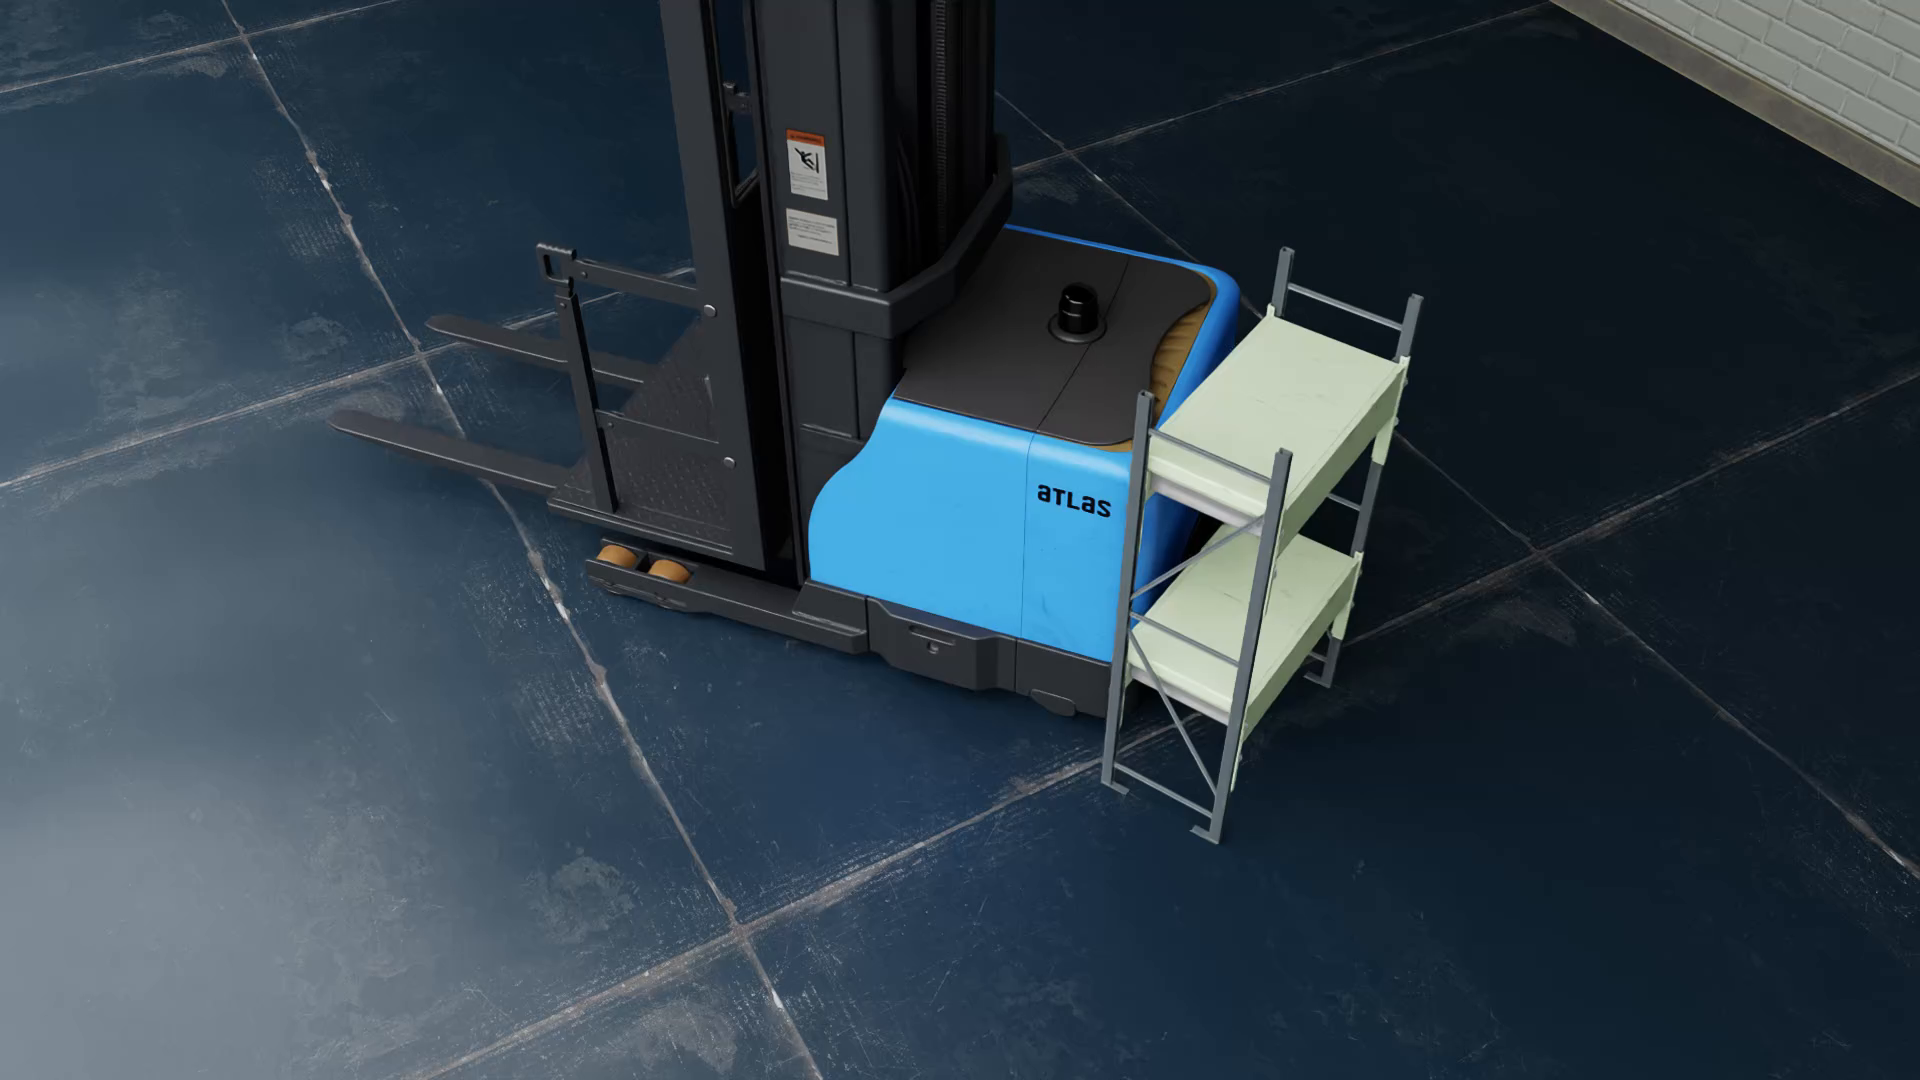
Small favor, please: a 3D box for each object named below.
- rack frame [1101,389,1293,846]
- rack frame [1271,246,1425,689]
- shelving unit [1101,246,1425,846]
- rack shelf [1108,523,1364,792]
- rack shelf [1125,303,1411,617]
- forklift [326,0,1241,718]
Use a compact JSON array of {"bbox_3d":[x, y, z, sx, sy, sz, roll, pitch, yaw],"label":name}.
[{"bbox_3d":[0.593,0.264,4.401,0.400,1.500,0.023,26,50,24],"label":"rack frame"},{"bbox_3d":[1.013,-0.153,4.831,0.400,1.500,0.023,26,50,24],"label":"rack frame"},{"bbox_3d":[0.803,0.056,4.616,0.431,1.500,0.755,26,50,24],"label":"shelving unit"},{"bbox_3d":[0.803,0.290,4.843,0.431,0.370,0.720,26,50,24],"label":"rack shelf"},{"bbox_3d":[0.803,-0.224,4.344,0.431,0.370,0.720,26,50,24],"label":"rack shelf"},{"bbox_3d":[-0.704,-1.150,4.831,3.031,2.935,1.130,15,46,15],"label":"forklift"}]
